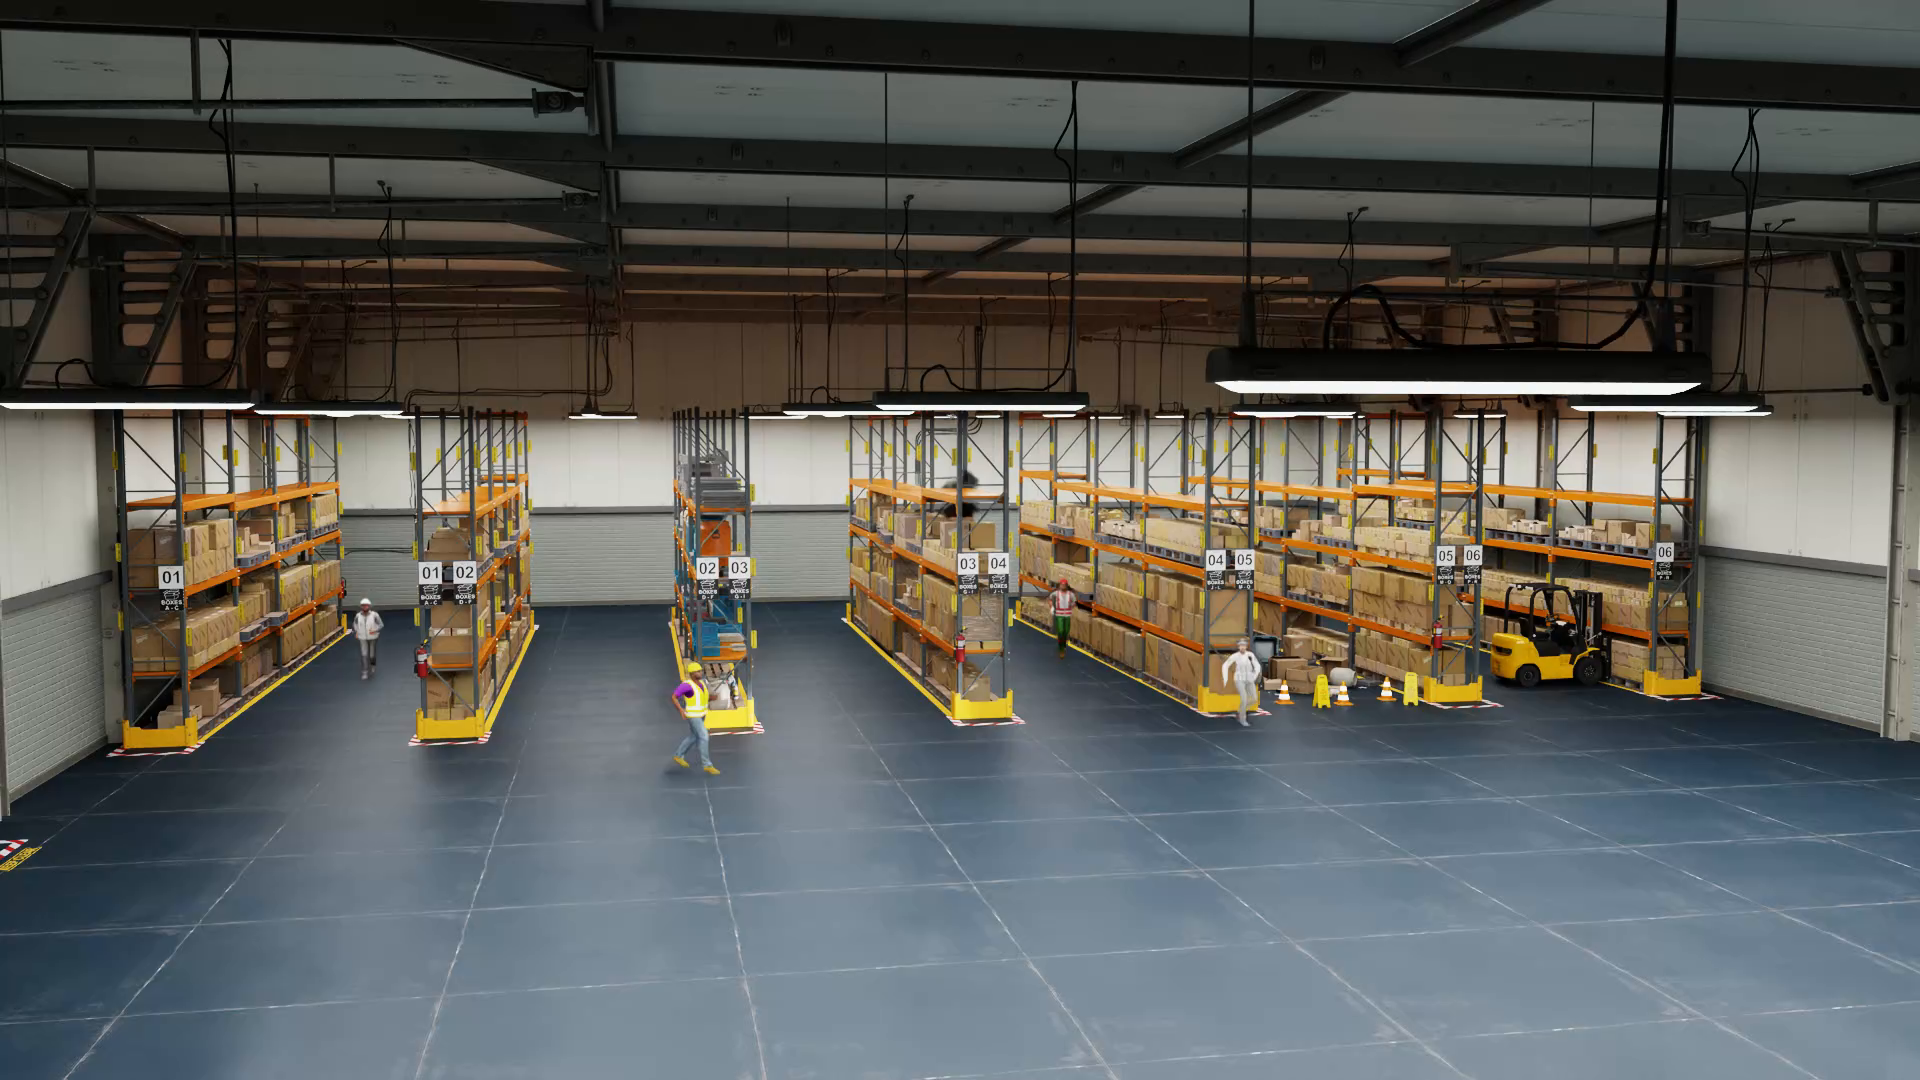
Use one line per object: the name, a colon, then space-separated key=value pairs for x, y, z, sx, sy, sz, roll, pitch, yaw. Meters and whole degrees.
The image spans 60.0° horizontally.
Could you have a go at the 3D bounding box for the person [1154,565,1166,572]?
person: x=6.155 y=1.232 z=50.786 sx=0.729 sy=1.844 sz=0.701 roll=0 pitch=4 yaw=3

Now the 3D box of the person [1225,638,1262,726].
person: x=5.393 y=2.680 z=31.424 sx=0.759 sy=1.661 sz=0.508 roll=-2 pitch=4 yaw=-21

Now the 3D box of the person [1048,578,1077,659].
person: x=2.437 y=1.824 z=39.024 sx=0.634 sy=1.852 sz=0.755 roll=-1 pitch=4 yaw=-9

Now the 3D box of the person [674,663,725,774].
person: x=-4.244 y=2.884 z=27.065 sx=0.963 sy=1.763 sz=0.704 roll=1 pitch=4 yaw=18

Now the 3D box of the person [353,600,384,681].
person: x=-13.136 y=2.201 z=36.928 sx=0.658 sy=1.768 sz=0.806 roll=-1 pitch=4 yaw=-10
